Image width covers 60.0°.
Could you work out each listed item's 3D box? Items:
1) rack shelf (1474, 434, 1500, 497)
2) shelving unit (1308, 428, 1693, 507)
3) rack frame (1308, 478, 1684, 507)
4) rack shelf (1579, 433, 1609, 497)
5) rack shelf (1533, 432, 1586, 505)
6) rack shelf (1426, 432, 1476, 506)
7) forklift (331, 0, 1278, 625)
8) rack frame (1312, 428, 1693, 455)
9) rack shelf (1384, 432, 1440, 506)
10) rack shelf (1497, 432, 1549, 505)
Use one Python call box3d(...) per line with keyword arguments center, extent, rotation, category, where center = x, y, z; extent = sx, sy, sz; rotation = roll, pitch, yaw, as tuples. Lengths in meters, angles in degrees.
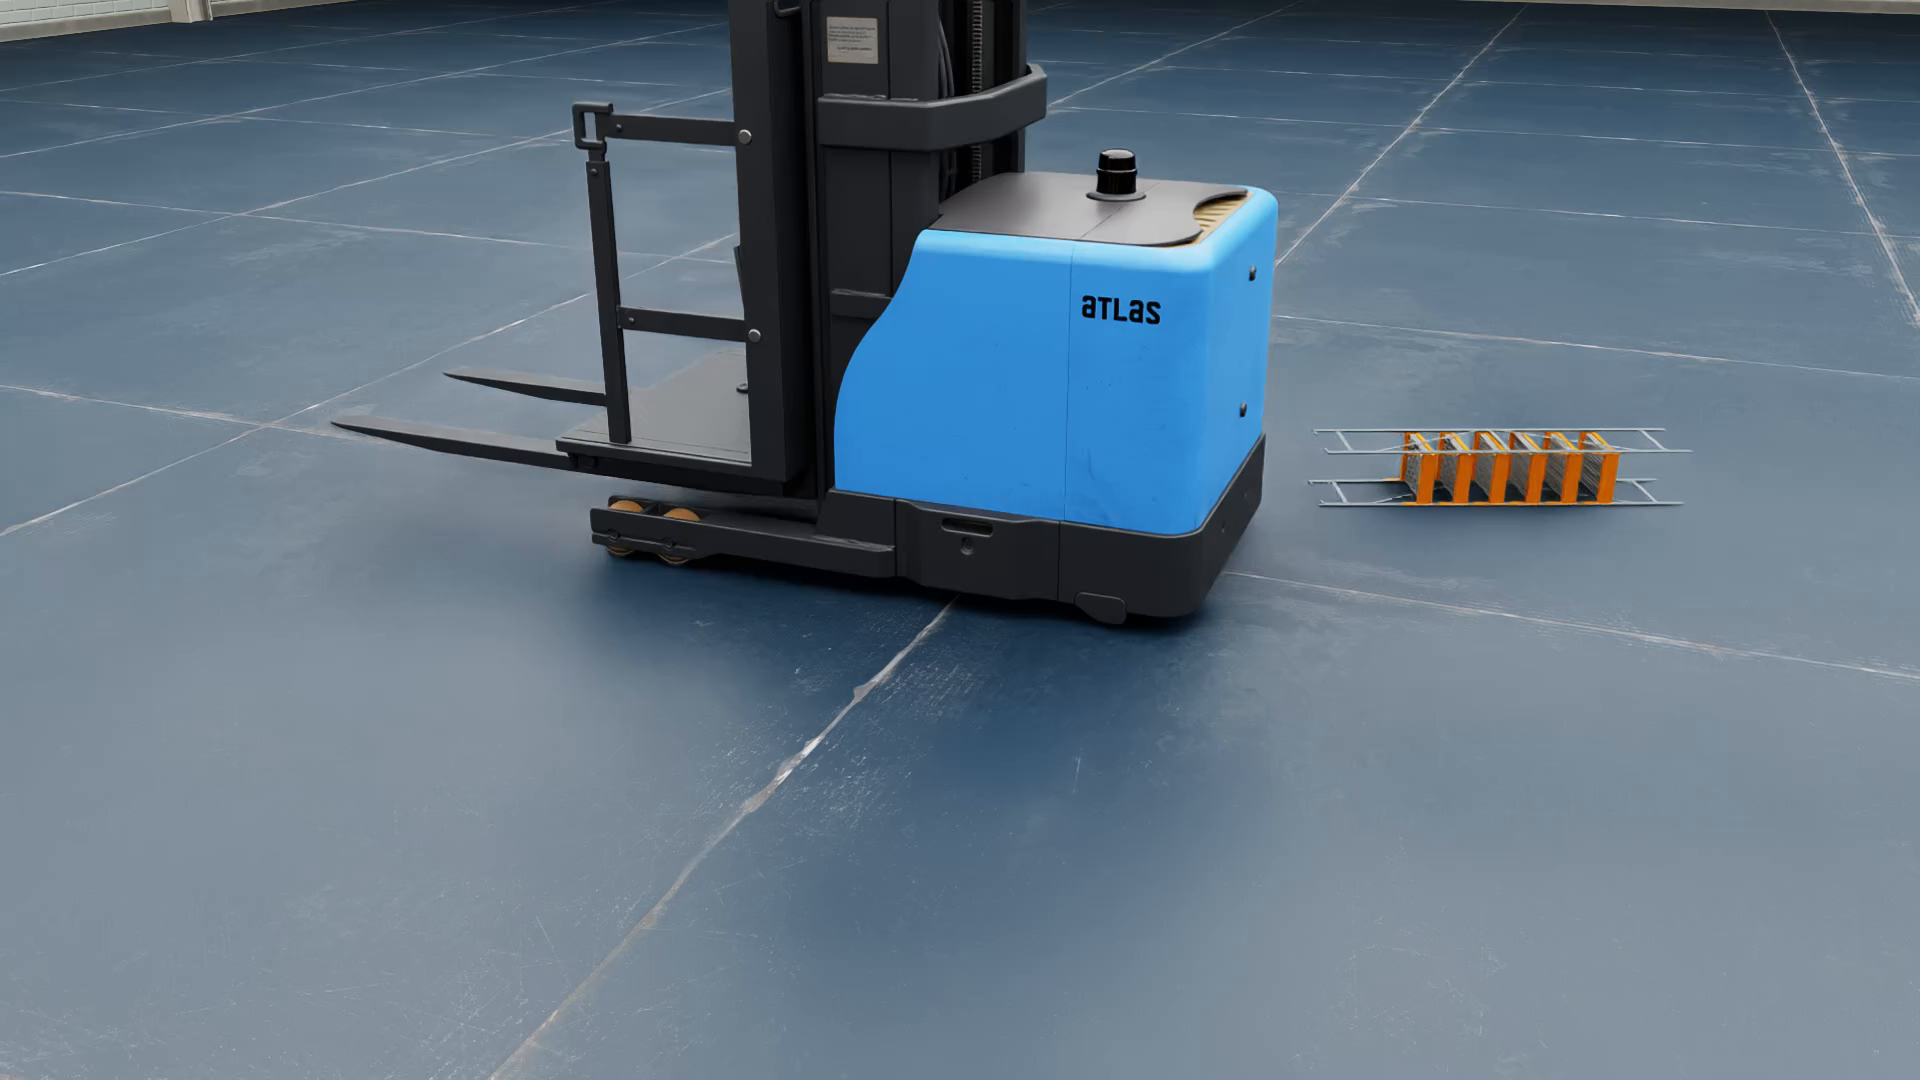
box3d(center=(1.776, -0.246, 5.588), extent=(0.020, 0.166, 0.199), rotation=(0, 23, -1), category="rack shelf")
box3d(center=(1.800, -0.246, 5.589), extent=(1.200, 0.189, 0.258), rotation=(0, 23, -1), category="shelving unit")
box3d(center=(1.800, -0.162, 5.624), extent=(1.200, 0.006, 0.240), rotation=(0, 23, -1), category="rack frame")
box3d(center=(2.136, -0.248, 5.592), extent=(0.020, 0.166, 0.199), rotation=(0, 23, -1), category="rack shelf")
box3d(center=(1.996, -0.247, 5.591), extent=(0.103, 0.180, 0.258), rotation=(0, 23, -1), category="rack shelf")
box3d(center=(1.636, -0.246, 5.587), extent=(0.103, 0.180, 0.258), rotation=(0, 23, -1), category="rack shelf")
box3d(center=(-0.601, -1.418, 4.955), extent=(3.031, 2.843, 1.129), rotation=(8, 24, 19), category="forklift")
box3d(center=(1.800, -0.331, 5.553), extent=(1.200, 0.006, 0.240), rotation=(0, 23, -1), category="rack frame")
box3d(center=(1.516, -0.245, 5.586), extent=(0.103, 0.180, 0.258), rotation=(0, 23, -1), category="rack shelf")
box3d(center=(1.876, -0.247, 5.589), extent=(0.103, 0.180, 0.258), rotation=(0, 23, -1), category="rack shelf")
